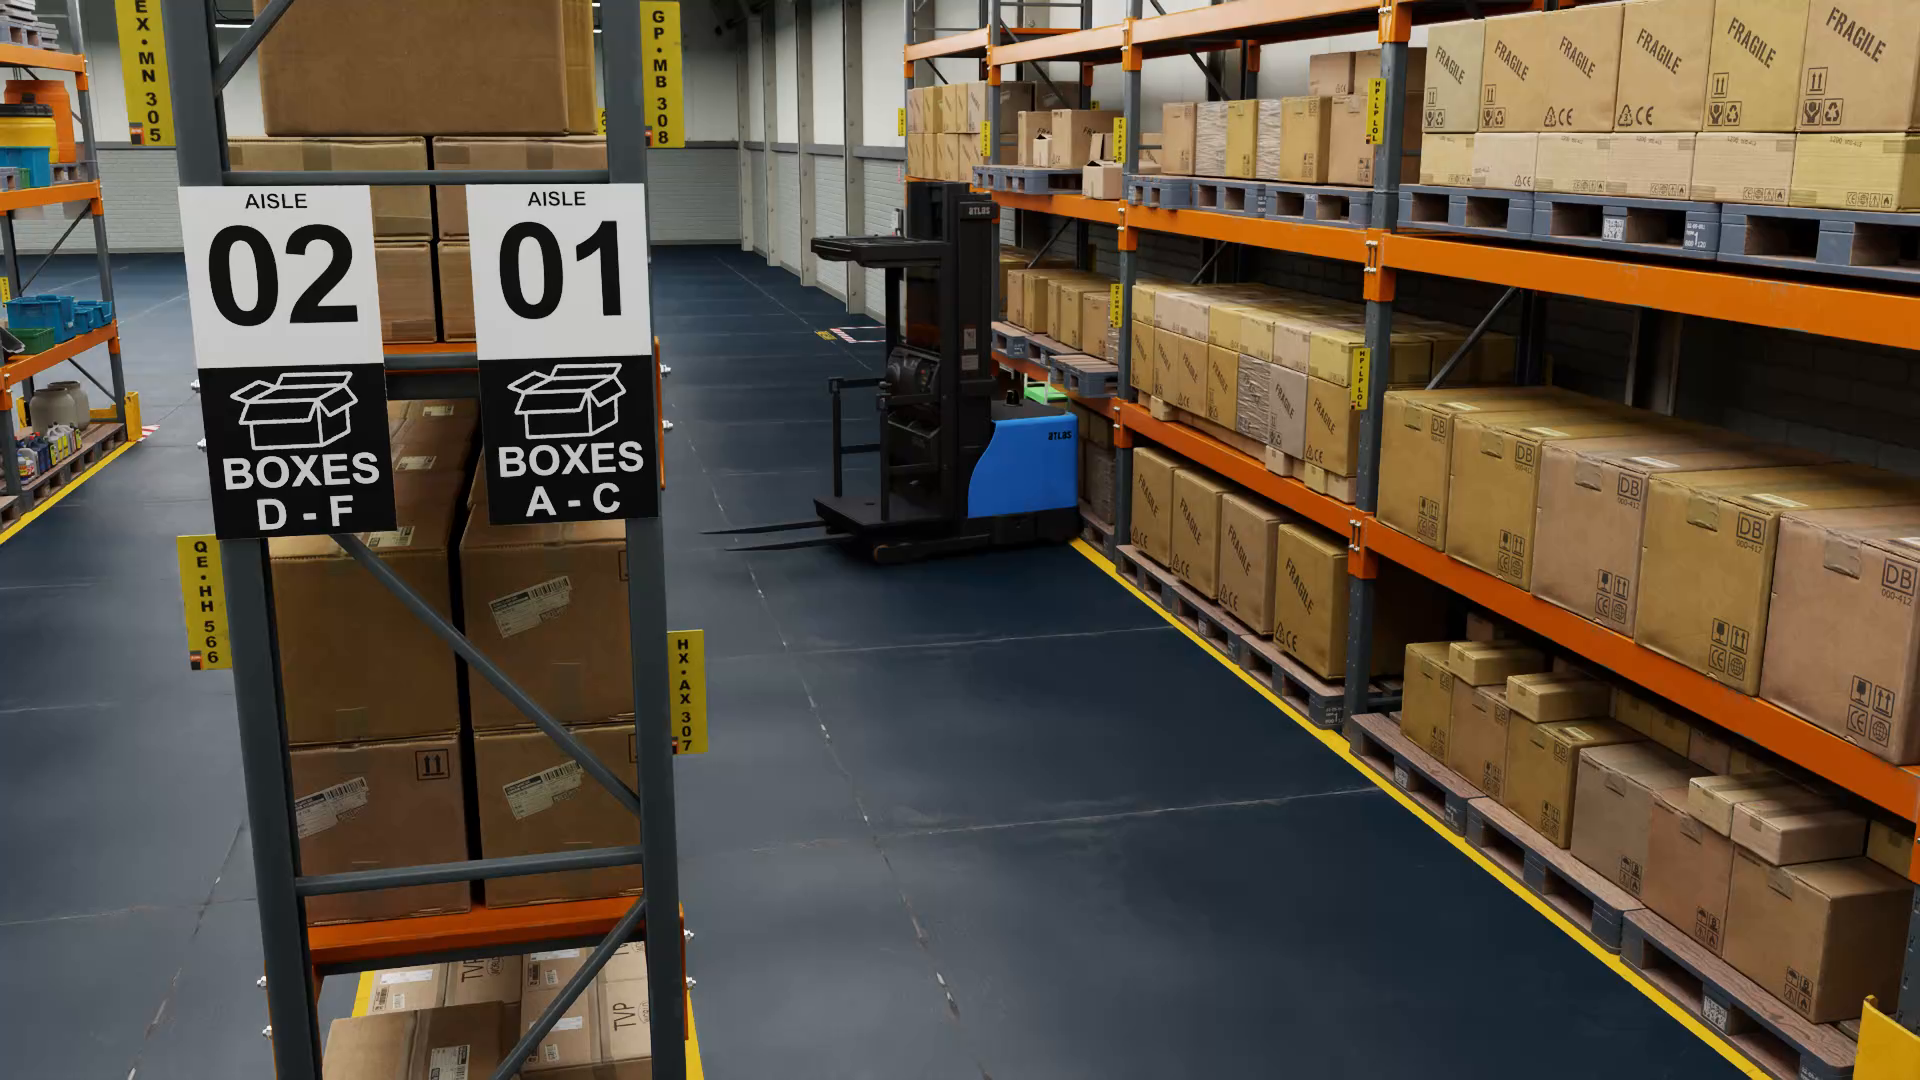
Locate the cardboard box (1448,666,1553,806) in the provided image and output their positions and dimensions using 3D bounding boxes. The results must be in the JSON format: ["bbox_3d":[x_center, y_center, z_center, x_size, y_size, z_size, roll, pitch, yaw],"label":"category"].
[{"bbox_3d":[2.845,0.942,8.134,0.700,0.500,0.500,-3,14,-14],"label":"cardboard box"}]

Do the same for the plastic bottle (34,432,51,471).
[{"bbox_3d":[-8.685,-0.836,15.682,0.144,0.351,0.185,-4,14,-16],"label":"plastic bottle"}]

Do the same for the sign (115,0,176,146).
[{"bbox_3d":[-1.765,-1.024,3.612,0.100,0.325,0.005,-3,14,-13],"label":"sign"}]

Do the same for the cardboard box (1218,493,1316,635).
[{"bbox_3d":[2.164,0.130,10.719,0.750,0.750,0.750,-3,14,-11],"label":"cardboard box"}]

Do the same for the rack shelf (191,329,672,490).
[{"bbox_3d":[-1.690,-0.732,5.799,1.077,0.370,4.000,-3,14,-13],"label":"rack shelf"}]

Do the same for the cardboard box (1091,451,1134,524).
[{"bbox_3d":[1.495,-0.448,13.781,0.700,0.500,0.500,-3,14,-12],"label":"cardboard box"}]

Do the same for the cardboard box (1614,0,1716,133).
[{"bbox_3d":[2.919,-1.831,6.420,0.500,0.500,0.500,-4,14,-16],"label":"cardboard box"}]

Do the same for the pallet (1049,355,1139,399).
[{"bbox_3d":[1.444,-1.351,13.540,1.213,0.211,1.003,-3,14,-13],"label":"pallet"}]

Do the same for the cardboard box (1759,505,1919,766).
[{"bbox_3d":[3.464,0.297,5.758,0.980,0.700,0.700,-3,14,-11],"label":"cardboard box"}]

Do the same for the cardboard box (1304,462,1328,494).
[{"bbox_3d":[2.218,-0.369,9.606,0.380,0.149,0.250,-3,14,-12],"label":"cardboard box"}]

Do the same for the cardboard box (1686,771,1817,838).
[{"bbox_3d":[3.064,1.021,6.443,0.380,0.149,0.250,-3,14,-12],"label":"cardboard box"}]

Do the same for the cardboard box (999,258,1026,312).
[{"bbox_3d":[0.364,-2.601,16.948,0.500,0.500,0.500,-3,14,-13],"label":"cardboard box"}]

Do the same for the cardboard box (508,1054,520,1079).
[{"bbox_3d":[-1.595,1.790,5.325,0.380,0.166,0.250,-3,14,-13],"label":"cardboard box"}]

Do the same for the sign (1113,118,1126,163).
[{"bbox_3d":[1.187,-2.964,12.329,0.100,0.325,0.005,-3,14,-13],"label":"sign"}]

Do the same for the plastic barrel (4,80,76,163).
[{"bbox_3d":[-9.556,-4.344,17.276,0.600,0.830,0.708,-3,14,-13],"label":"plastic barrel"}]

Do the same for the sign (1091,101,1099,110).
[{"bbox_3d":[1.314,-4.140,16.311,0.100,0.325,0.005,-3,14,-13],"label":"sign"}]

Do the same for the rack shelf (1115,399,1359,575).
[{"bbox_3d":[2.185,-0.475,11.065,1.077,0.370,4.000,-3,14,-13],"label":"rack shelf"}]

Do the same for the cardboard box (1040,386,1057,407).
[{"bbox_3d":[1.071,-1.302,15.695,0.500,0.250,0.500,-4,14,-14],"label":"cardboard box"}]

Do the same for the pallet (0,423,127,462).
[{"bbox_3d":[-9.545,-1.022,17.664,1.003,0.211,1.213,-3,14,-13],"label":"pallet"}]

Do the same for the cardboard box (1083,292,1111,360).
[{"bbox_3d":[1.437,-1.783,13.767,0.700,0.500,0.500,-5,14,-18],"label":"cardboard box"}]

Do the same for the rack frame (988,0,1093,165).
[{"bbox_3d":[0.776,-5.123,15.933,1.000,3.000,0.127,-3,14,-13],"label":"rack frame"}]

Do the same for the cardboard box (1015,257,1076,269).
[{"bbox_3d":[0.868,-2.629,17.063,0.500,0.500,0.500,-4,14,-14],"label":"cardboard box"}]

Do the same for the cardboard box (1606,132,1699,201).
[{"bbox_3d":[2.913,-1.471,6.527,0.500,0.250,0.500,-4,14,-15],"label":"cardboard box"}]

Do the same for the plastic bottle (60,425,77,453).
[{"bbox_3d":[-8.904,-1.010,16.555,0.152,0.276,0.135,-3,14,-13],"label":"plastic bottle"}]

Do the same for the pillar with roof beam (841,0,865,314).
[{"bbox_3d":[-6.162,-8.460,29.596,9.100,9.000,0.400,-3,14,-13],"label":"pillar with roof beam"}]

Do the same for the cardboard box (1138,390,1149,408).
[{"bbox_3d":[1.567,-1.084,12.532,0.380,0.149,0.250,-3,14,-14],"label":"cardboard box"}]

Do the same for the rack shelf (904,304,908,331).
[{"bbox_3d":[0.306,-2.320,18.619,1.077,0.370,4.000,-3,14,-13],"label":"rack shelf"}]

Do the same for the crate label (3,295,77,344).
[{"bbox_3d":[-9.099,-2.186,16.482,0.502,0.435,0.616,-3,14,-13],"label":"crate label"}]

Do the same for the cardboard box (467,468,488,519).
[{"bbox_3d":[-1.199,0.066,5.021,0.500,0.500,0.500,-3,14,-13],"label":"cardboard box"}]

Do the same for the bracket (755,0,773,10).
[{"bbox_3d":[-4.438,-12.507,38.576,0.076,0.066,4.783,-3,14,-13],"label":"bracket"}]

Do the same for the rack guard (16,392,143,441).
[{"bbox_3d":[-9.730,-1.350,18.398,1.175,0.500,0.348,-3,14,-13],"label":"rack guard"}]

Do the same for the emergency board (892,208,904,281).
[{"bbox_3d":[-1.111,-4.974,27.967,0.194,1.169,0.643,-3,14,-13],"label":"emergency board"}]

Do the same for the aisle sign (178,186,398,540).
[{"bbox_3d":[-1.502,-0.393,3.738,0.394,0.787,0.004,-3,14,-13],"label":"aisle sign"}]

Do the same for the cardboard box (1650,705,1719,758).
[{"bbox_3d":[3.256,0.825,7.247,0.380,0.149,0.250,-3,14,-13],"label":"cardboard box"}]

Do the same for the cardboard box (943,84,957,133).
[{"bbox_3d":[0.123,-4.556,17.574,0.500,0.500,0.500,-4,14,-15],"label":"cardboard box"}]

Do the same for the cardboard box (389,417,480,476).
[{"bbox_3d":[-1.959,-0.139,5.858,0.500,0.500,0.500,-3,14,-11],"label":"cardboard box"}]

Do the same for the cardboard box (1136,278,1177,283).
[{"bbox_3d":[1.515,-2.014,13.347,0.380,0.149,0.250,-6,15,-23],"label":"cardboard box"}]

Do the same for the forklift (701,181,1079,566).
[{"bbox_3d":[-0.564,-1.359,13.314,3.031,2.935,1.130,-7,15,-25],"label":"forklift"}]

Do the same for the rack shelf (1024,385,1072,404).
[{"bbox_3d":[0.752,-1.214,14.341,0.258,0.148,0.480,-4,17,-18],"label":"rack shelf"}]

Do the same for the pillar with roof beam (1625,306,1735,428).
[{"bbox_3d":[-0.525,-2.924,6.934,9.100,9.000,0.400,-3,14,-13],"label":"pillar with roof beam"}]

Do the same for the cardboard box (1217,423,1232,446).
[{"bbox_3d":[1.938,-0.731,11.086,0.380,0.149,0.250,-3,14,-13],"label":"cardboard box"}]

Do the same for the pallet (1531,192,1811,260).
[{"bbox_3d":[3.119,-1.307,6.821,1.003,0.211,1.213,-3,14,-13],"label":"pallet"}]

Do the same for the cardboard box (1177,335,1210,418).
[{"bbox_3d":[1.810,-1.126,11.336,0.500,0.500,0.500,-3,14,-13],"label":"cardboard box"}]

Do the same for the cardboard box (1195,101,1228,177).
[{"bbox_3d":[2.060,-2.777,11.515,0.700,0.500,0.500,-4,14,-16],"label":"cardboard box"}]

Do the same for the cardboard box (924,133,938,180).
[{"bbox_3d":[-0.111,-4.310,18.675,0.500,0.500,0.500,-3,14,-11],"label":"cardboard box"}]

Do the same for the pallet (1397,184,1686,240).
[{"bbox_3d":[2.836,-1.587,7.971,1.003,0.211,1.213,-3,14,-13],"label":"pallet"}]

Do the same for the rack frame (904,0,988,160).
[{"bbox_3d":[-0.164,-6.045,19.710,1.000,3.000,0.127,-3,14,-13],"label":"rack frame"}]

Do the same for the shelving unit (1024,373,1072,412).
[{"bbox_3d":[0.742,-0.814,14.456,0.258,1.200,0.503,-4,17,-18],"label":"shelving unit"}]

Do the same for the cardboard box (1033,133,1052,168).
[{"bbox_3d":[0.971,-3.553,15.134,0.500,0.311,0.500,-3,14,-11],"label":"cardboard box"}]

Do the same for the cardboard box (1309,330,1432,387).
[{"bbox_3d":[2.296,-1.023,9.335,0.500,0.250,0.500,-3,14,-12],"label":"cardboard box"}]
